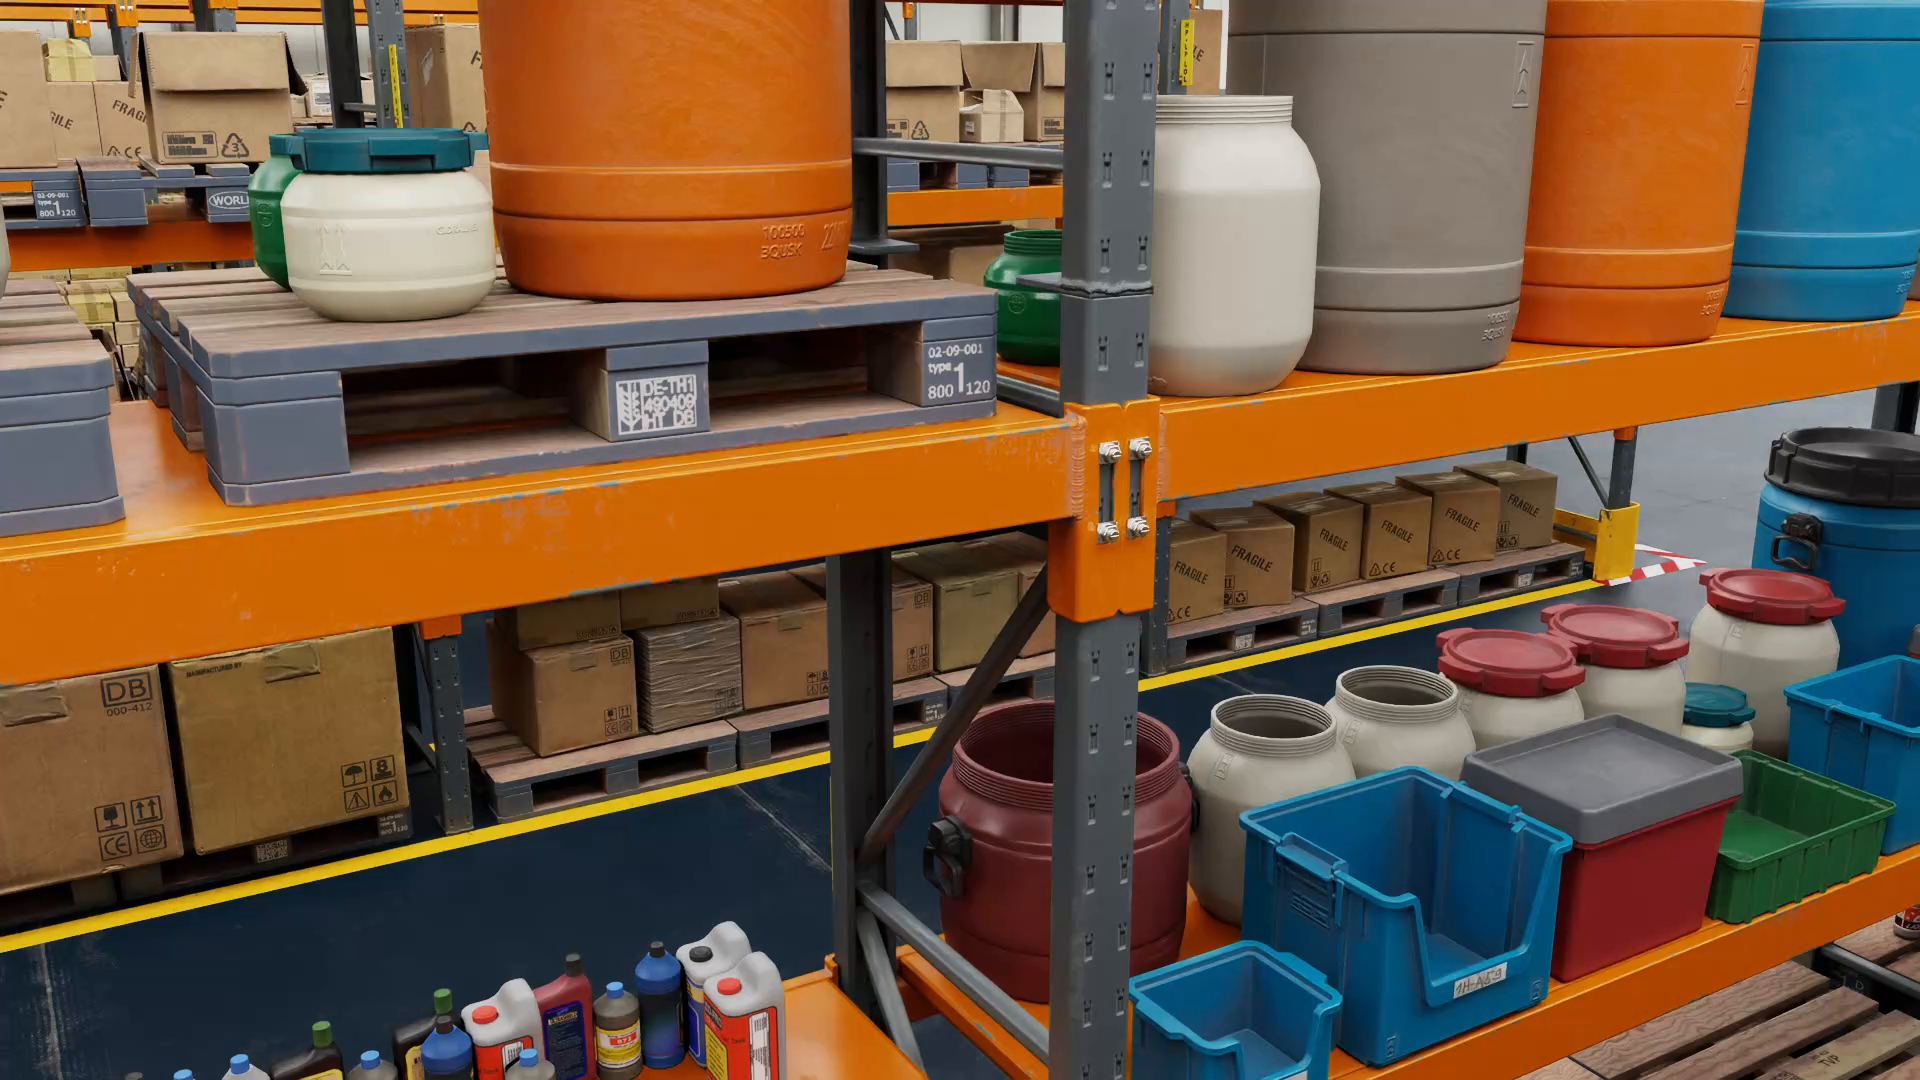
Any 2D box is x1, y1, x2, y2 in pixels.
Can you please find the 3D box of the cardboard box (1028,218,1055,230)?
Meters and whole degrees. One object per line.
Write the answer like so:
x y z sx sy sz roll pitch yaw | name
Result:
0.535 -2.894 14.897 0.550 0.550 0.875 -9 18 -30 | cardboard box

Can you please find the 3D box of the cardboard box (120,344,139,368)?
-5.411 -1.249 10.994 0.250 0.149 0.380 -9 18 -30 | cardboard box

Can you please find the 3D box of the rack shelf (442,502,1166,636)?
-0.829 -0.146 8.707 4.000 0.370 1.077 -9 18 -30 | rack shelf

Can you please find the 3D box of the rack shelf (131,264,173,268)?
-8.492 -3.587 20.982 4.000 0.370 1.077 -9 18 -30 | rack shelf

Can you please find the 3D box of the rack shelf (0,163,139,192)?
-6.725 -2.196 10.463 4.000 0.370 1.077 -9 18 -30 | rack shelf

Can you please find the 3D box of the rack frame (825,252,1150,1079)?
0.008 0.931 3.530 0.127 3.000 1.000 -9 18 -30 | rack frame

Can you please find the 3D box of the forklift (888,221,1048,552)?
-0.521 -1.318 11.682 3.031 2.935 1.130 -10 19 -32 | forklift

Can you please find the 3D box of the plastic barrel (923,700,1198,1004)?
0.250 0.731 3.992 0.708 0.536 0.600 -9 18 -30 | plastic barrel

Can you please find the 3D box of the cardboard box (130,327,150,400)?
-3.178 -0.648 7.120 0.637 0.503 0.797 -9 18 -28 | cardboard box

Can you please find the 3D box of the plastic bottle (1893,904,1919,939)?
3.587 1.388 6.269 0.097 0.201 0.097 0 16 0 | plastic bottle

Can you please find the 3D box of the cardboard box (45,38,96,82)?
-5.656 -3.046 10.559 0.258 0.266 0.396 -9 18 -30 | cardboard box

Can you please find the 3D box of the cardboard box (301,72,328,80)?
-7.930 -5.600 20.473 0.500 0.311 0.500 -10 18 -32 | cardboard box

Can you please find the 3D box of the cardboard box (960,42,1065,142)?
0.432 -2.425 8.975 0.637 0.503 0.797 -10 19 -32 | cardboard box

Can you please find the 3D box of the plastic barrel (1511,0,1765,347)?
1.384 -0.875 3.620 0.708 0.830 0.600 -9 18 -30 | plastic barrel

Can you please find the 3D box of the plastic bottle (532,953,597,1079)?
-0.835 1.008 3.473 0.133 0.283 0.061 -9 18 -30 | plastic bottle

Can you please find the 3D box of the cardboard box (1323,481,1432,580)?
2.729 -0.069 10.951 0.500 0.500 0.500 -7 17 -25 | cardboard box

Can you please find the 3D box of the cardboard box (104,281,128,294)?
-5.736 -1.687 11.454 0.250 0.149 0.380 -10 18 -31 | cardboard box

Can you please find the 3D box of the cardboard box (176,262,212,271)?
-7.272 -2.591 15.783 0.250 0.149 0.380 -10 19 -33 | cardboard box

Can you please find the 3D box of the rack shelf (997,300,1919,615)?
1.722 -0.445 4.214 4.000 0.370 1.077 -9 18 -30 | rack shelf

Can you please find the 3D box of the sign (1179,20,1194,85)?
1.175 -2.526 8.618 0.005 0.325 0.100 -9 18 -30 | sign

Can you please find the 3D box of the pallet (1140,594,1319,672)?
1.443 0.470 10.340 1.213 0.211 1.003 -9 18 -30 | pallet

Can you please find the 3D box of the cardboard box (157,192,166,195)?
-9.865 -4.170 20.342 0.250 0.149 0.380 -9 18 -28 | cardboard box

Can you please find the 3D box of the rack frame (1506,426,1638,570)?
4.314 -1.327 11.585 0.127 3.000 1.000 -9 18 -30 | rack frame

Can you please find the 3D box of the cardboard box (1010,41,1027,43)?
0.425 -4.109 13.977 0.250 0.149 0.380 -9 18 -29 | cardboard box

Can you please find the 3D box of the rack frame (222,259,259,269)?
-5.011 -1.376 11.762 0.127 3.000 1.000 -9 18 -30 | rack frame

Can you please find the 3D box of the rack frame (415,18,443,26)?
-6.777 -7.100 21.067 0.127 3.000 1.000 -9 18 -30 | rack frame

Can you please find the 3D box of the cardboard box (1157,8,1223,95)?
1.140 -2.769 9.510 0.500 0.500 0.500 -10 18 -31 | cardboard box

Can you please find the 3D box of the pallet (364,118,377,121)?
-5.689 -4.211 16.667 1.003 0.211 1.213 -9 18 -30 | pallet

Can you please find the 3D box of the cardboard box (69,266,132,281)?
-7.931 -2.550 15.301 0.500 0.250 0.500 -9 18 -30 | cardboard box

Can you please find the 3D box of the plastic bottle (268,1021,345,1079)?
-1.262 1.077 3.226 0.133 0.283 0.061 -9 18 -30 | plastic bottle

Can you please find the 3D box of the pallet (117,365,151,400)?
-5.567 -1.160 11.347 1.003 0.211 1.213 -9 18 -30 | pallet

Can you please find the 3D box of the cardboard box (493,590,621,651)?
-1.984 0.316 8.152 0.500 0.250 0.500 -8 18 -27 | cardboard box

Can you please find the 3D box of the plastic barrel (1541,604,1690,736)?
1.875 0.494 4.838 0.433 0.535 0.433 0 16 0 | plastic barrel

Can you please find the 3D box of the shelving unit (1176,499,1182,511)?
1.191 -0.939 12.980 1.048 1.500 0.538 -10 19 -32 | shelving unit

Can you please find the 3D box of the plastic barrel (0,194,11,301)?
-1.434 -0.499 2.047 0.433 0.535 0.433 0 16 0 | plastic barrel

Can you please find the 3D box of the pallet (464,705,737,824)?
-1.872 1.020 8.381 1.213 0.211 1.003 -9 18 -30 | pallet

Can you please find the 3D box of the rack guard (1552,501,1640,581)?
4.249 -0.113 11.885 0.348 0.500 1.175 -9 18 -30 | rack guard

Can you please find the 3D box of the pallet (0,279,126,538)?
-1.829 -0.156 2.202 1.213 0.211 1.003 -9 18 -30 | pallet

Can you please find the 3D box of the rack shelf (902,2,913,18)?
-2.504 -5.882 18.061 4.000 0.370 1.077 -9 18 -30 | rack shelf

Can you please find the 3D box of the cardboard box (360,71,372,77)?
-4.269 -3.243 12.065 0.500 0.311 0.500 -9 18 -30 | cardboard box

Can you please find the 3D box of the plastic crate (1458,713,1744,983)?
1.551 0.747 4.070 0.583 0.464 0.402 -9 18 -30 | plastic crate

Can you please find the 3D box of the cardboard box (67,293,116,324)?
-5.636 -1.499 10.785 0.250 0.149 0.380 -9 18 -28 | cardboard box

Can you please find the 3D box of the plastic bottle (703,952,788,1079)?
-0.451 1.012 3.474 0.135 0.276 0.152 -9 18 -30 | plastic bottle

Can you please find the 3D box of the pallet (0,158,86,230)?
-4.025 -1.310 6.319 1.213 0.211 1.003 -8 18 -27 | pallet

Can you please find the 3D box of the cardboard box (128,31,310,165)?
-3.029 -1.809 6.781 0.637 0.503 0.797 -8 18 -26 | cardboard box

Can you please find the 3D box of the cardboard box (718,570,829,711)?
-1.028 0.519 8.818 0.500 0.500 0.700 -8 17 -25 | cardboard box
